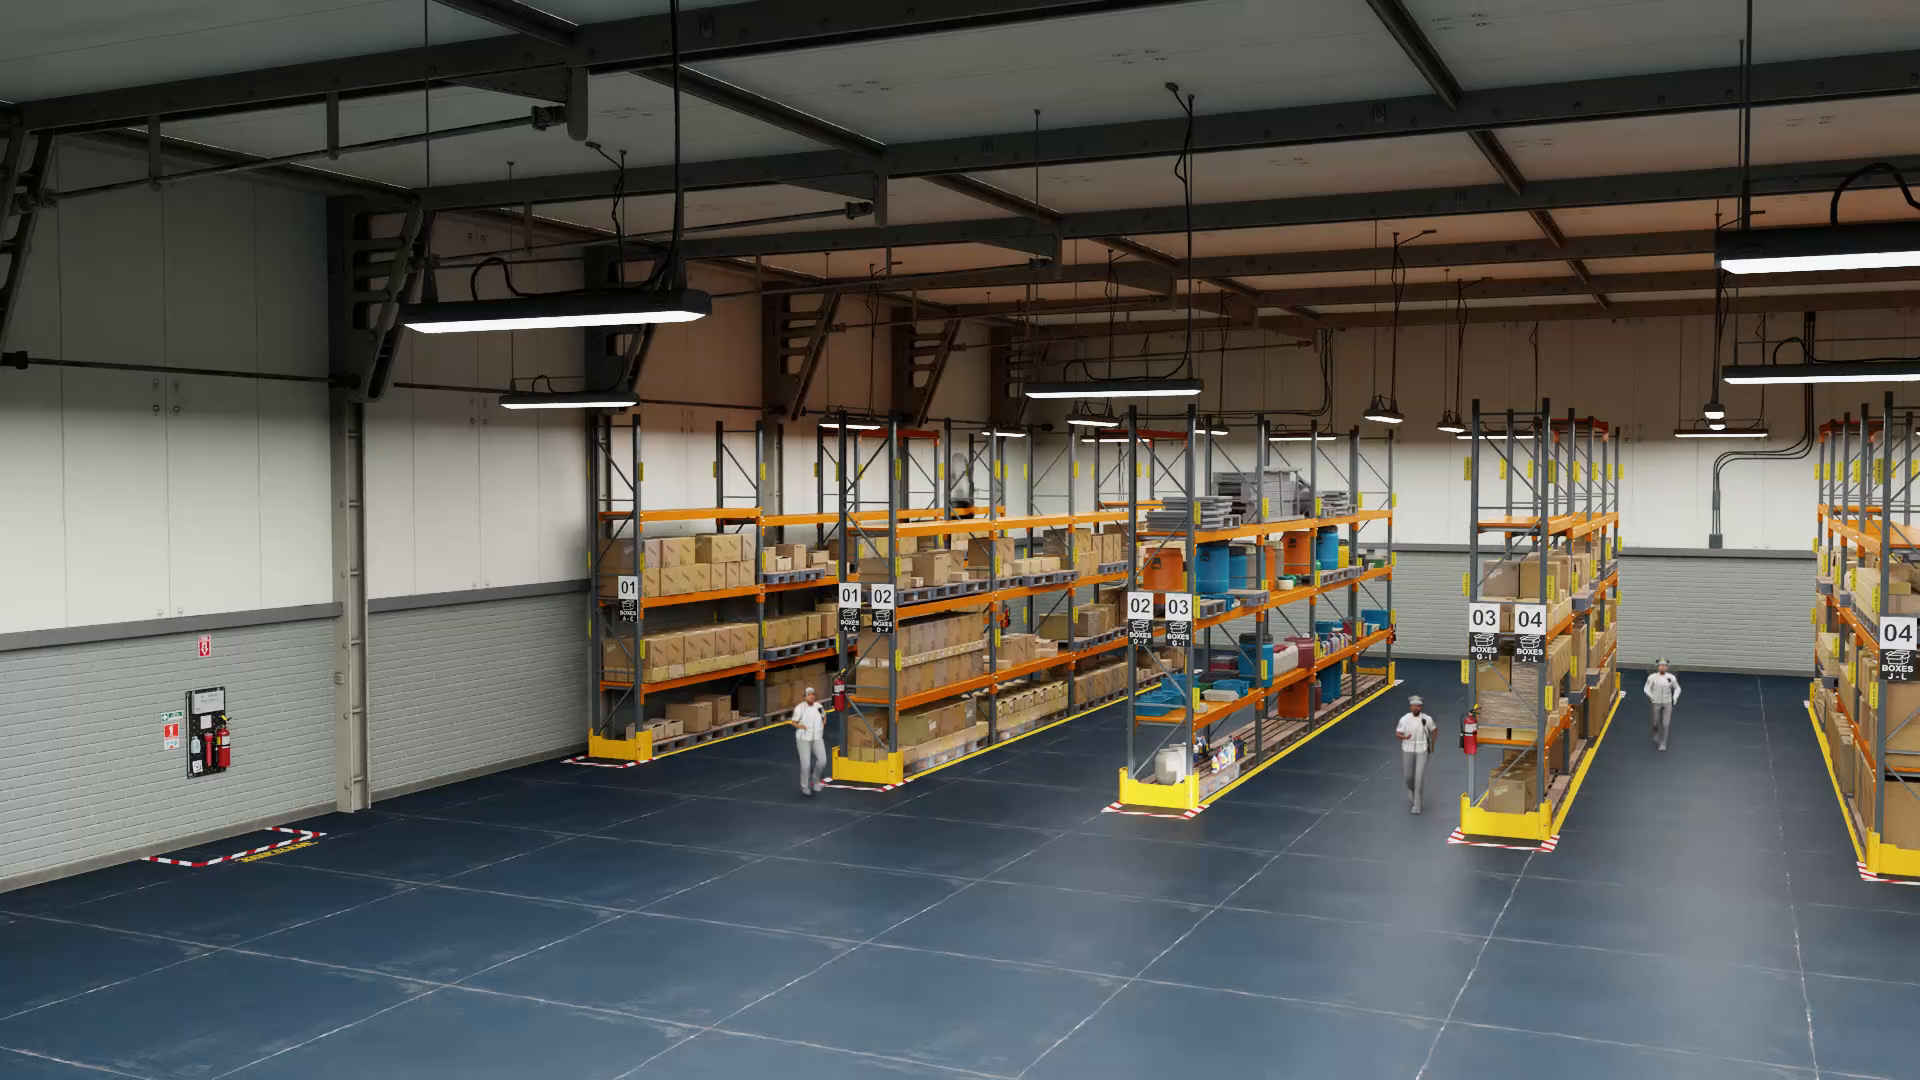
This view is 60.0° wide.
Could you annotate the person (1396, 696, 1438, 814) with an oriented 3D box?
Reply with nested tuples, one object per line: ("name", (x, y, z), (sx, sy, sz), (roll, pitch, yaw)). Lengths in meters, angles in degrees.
("person", (6.742, 3.130, 24.579), (0.581, 1.676, 0.925), (1, 3, 21))

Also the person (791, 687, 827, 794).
("person", (-2.302, 3.126, 25.843), (0.620, 1.668, 0.536), (-1, 3, -24))

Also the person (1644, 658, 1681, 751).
("person", (12.668, 2.939, 29.979), (0.621, 1.652, 0.674), (1, 3, 22))
